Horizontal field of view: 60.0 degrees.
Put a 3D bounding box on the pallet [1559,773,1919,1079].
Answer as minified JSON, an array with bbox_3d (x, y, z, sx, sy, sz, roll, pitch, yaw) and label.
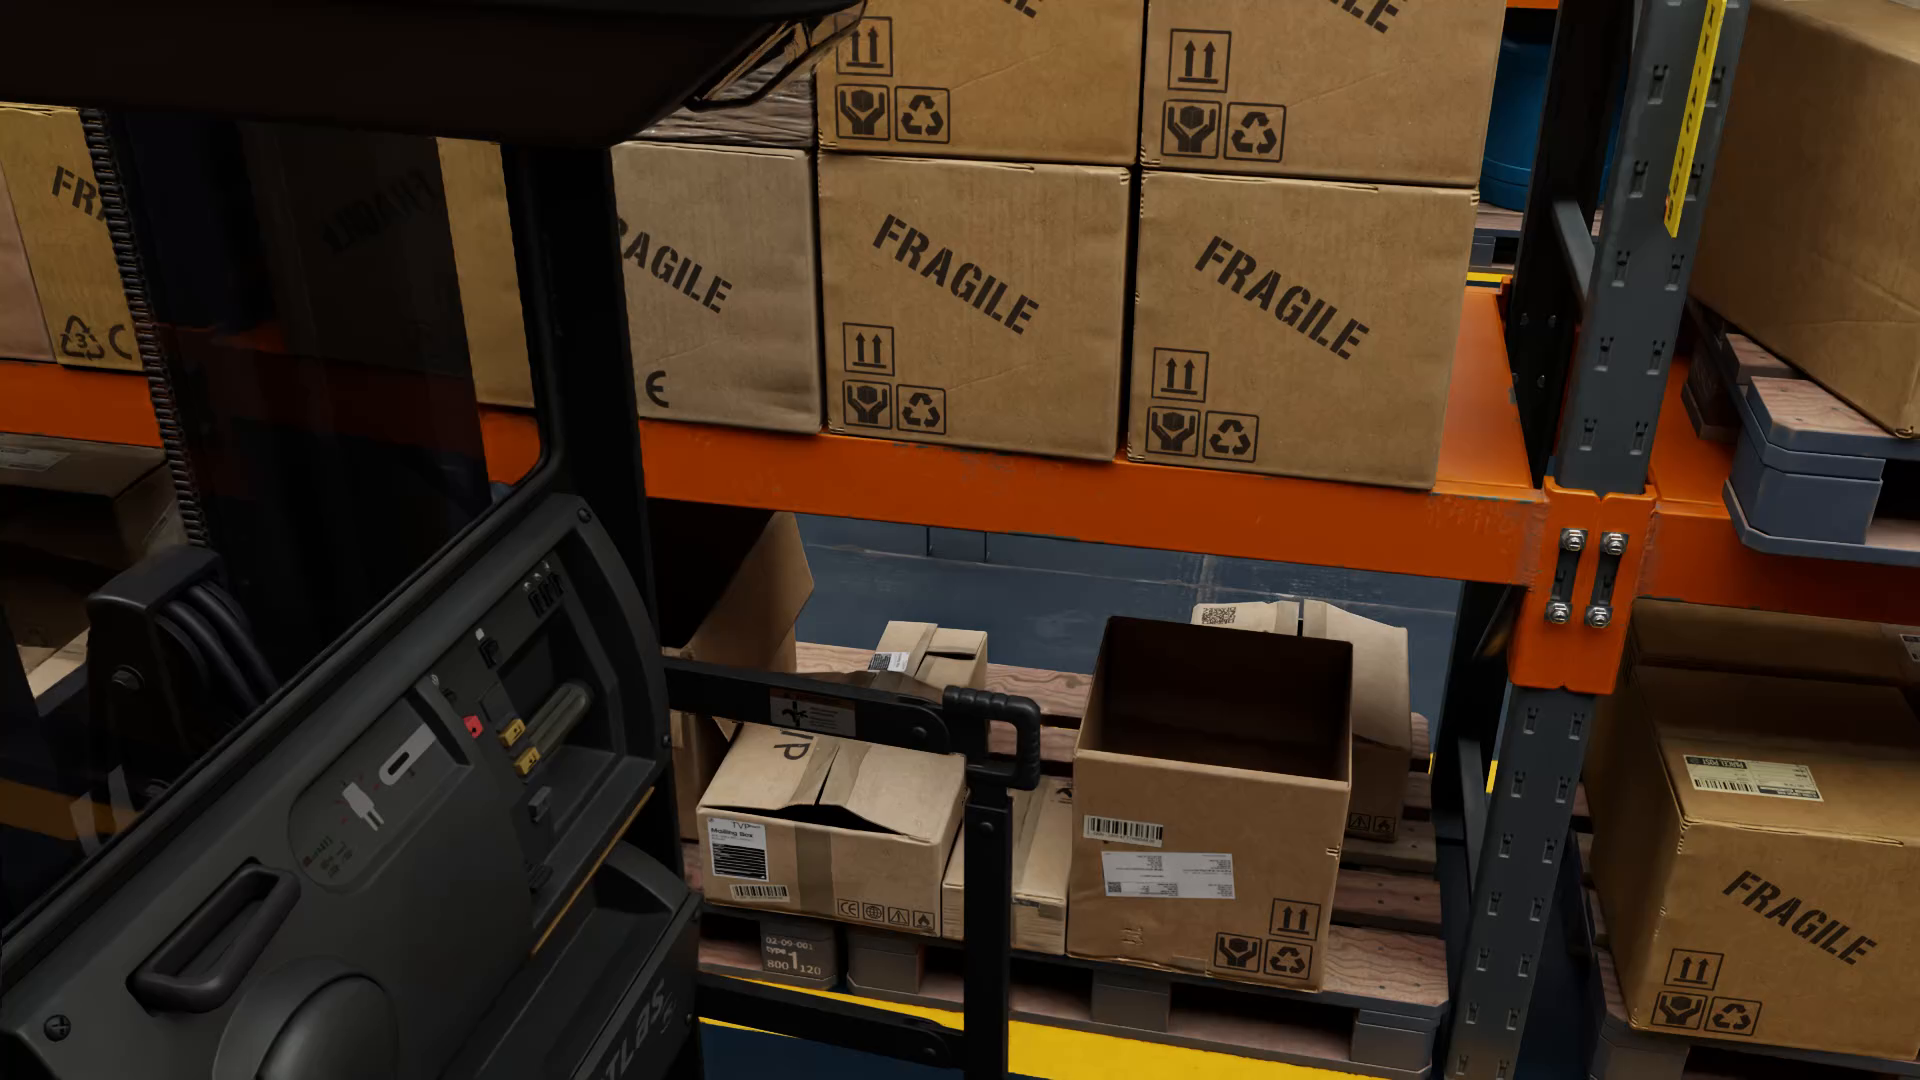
[{"bbox_3d":[1.923,0.822,3.528,1.213,0.211,1.003,6,29,11],"label":"pallet"}]

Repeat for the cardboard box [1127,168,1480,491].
[{"bbox_3d":[0.577,-0.438,2.823,0.500,0.500,0.500,6,29,11],"label":"cardboard box"}]

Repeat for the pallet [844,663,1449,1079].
[{"bbox_3d":[0.448,0.689,3.771,1.213,0.211,1.003,6,29,11],"label":"pallet"}]

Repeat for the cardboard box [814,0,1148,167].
[{"bbox_3d":[0.069,-0.926,2.673,0.500,0.500,0.500,5,29,10],"label":"cardboard box"}]

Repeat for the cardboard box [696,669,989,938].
[{"bbox_3d":[-0.231,0.523,3.514,0.500,0.311,0.500,6,29,11],"label":"cardboard box"}]

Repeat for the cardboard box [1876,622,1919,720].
[{"bbox_3d":[2.143,0.407,3.527,0.500,0.500,0.500,6,29,11],"label":"cardboard box"}]

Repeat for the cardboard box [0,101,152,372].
[{"bbox_3d":[-1.418,-0.640,3.192,0.500,0.500,0.500,6,29,10],"label":"cardboard box"}]

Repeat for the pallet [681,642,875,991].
[{"bbox_3d":[-0.749,0.568,3.993,1.213,0.211,1.003,6,29,11],"label":"pallet"}]

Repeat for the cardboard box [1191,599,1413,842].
[{"bbox_3d":[0.754,0.378,3.778,0.500,0.311,0.500,6,29,11],"label":"cardboard box"}]

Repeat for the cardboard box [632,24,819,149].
[{"bbox_3d":[-0.424,-0.977,2.765,0.500,0.500,0.500,6,29,11],"label":"cardboard box"}]

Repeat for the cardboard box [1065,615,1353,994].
[{"bbox_3d":[0.503,0.515,3.331,0.500,0.500,0.500,6,29,11],"label":"cardboard box"}]

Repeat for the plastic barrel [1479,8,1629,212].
[{"bbox_3d":[2.686,-1.992,7.512,0.708,0.901,0.600,6,29,11],"label":"plastic barrel"}]

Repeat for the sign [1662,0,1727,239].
[{"bbox_3d":[1.013,-0.589,2.300,0.005,0.325,0.100,6,29,11],"label":"sign"}]

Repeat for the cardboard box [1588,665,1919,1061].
[{"bbox_3d":[1.541,0.602,3.172,0.500,0.500,0.500,5,29,8],"label":"cardboard box"}]

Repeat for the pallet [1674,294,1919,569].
[{"bbox_3d":[1.878,-0.249,2.781,1.213,0.211,1.003,6,29,11],"label":"pallet"}]

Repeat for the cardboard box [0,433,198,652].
[{"bbox_3d":[-2.209,-0.023,4.314,0.500,0.500,0.500,6,29,11],"label":"cardboard box"}]

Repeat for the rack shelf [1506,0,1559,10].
[{"bbox_3d":[4.113,-2.274,7.030,4.000,0.370,1.077,6,29,11],"label":"rack shelf"}]

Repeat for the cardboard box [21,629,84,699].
[{"bbox_3d":[-1.831,0.385,3.828,0.500,0.250,0.500,6,29,11],"label":"cardboard box"}]

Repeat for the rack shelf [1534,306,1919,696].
[{"bbox_3d":[3.075,0.051,2.781,4.000,0.370,1.077,6,29,11],"label":"rack shelf"}]

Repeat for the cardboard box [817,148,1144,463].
[{"bbox_3d":[0.072,-0.489,2.916,0.500,0.500,0.500,7,29,12],"label":"cardboard box"}]

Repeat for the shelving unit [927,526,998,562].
[{"bbox_3d":[0.014,-0.525,4.959,0.189,1.200,0.258,6,29,11],"label":"shelving unit"}]

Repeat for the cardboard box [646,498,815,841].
[{"bbox_3d":[-0.719,0.251,3.809,0.637,0.503,0.797,6,29,11],"label":"cardboard box"}]

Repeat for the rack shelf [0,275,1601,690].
[{"bbox_3d":[-0.837,-0.350,3.514,4.000,0.370,1.077,6,29,11],"label":"rack shelf"}]

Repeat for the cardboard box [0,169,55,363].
[{"bbox_3d":[-1.908,-0.692,3.286,0.500,0.500,0.500,6,29,10],"label":"cardboard box"}]

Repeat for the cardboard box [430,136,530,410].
[{"bbox_3d":[-0.929,-0.589,3.099,0.500,0.500,0.500,6,29,11],"label":"cardboard box"}]

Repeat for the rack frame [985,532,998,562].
[{"bbox_3d":[0.104,-0.516,4.942,0.006,1.200,0.240,6,29,11],"label":"rack frame"}]

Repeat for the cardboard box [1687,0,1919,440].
[{"bbox_3d":[1.536,-0.540,2.572,0.500,0.500,0.700,-4,29,-7],"label":"cardboard box"}]

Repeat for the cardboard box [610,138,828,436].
[{"bbox_3d":[-0.430,-0.540,3.008,0.500,0.500,0.500,7,29,12],"label":"cardboard box"}]

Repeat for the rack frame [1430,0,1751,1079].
[{"bbox_3d":[1.119,-0.465,2.975,0.127,3.000,1.000,6,29,11],"label":"rack frame"}]

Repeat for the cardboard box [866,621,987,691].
[{"bbox_3d":[-0.094,0.359,3.962,0.250,0.166,0.380,6,29,11],"label":"cardboard box"}]

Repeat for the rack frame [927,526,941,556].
[{"bbox_3d":[-0.075,-0.534,4.976,0.006,1.200,0.240,6,29,11],"label":"rack frame"}]

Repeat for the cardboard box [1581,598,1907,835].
[{"bbox_3d":[1.662,0.354,3.625,0.500,0.500,0.500,6,29,10],"label":"cardboard box"}]

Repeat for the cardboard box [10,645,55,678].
[{"bbox_3d":[-2.210,0.413,3.865,0.250,0.166,0.380,6,29,11],"label":"cardboard box"}]

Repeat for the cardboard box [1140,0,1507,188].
[{"bbox_3d":[0.571,-0.876,2.582,0.500,0.500,0.500,6,29,11],"label":"cardboard box"}]

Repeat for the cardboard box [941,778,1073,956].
[{"bbox_3d":[0.124,0.660,3.432,0.250,0.149,0.380,6,29,11],"label":"cardboard box"}]

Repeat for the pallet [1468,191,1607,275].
[{"bbox_3d":[2.903,-1.470,7.716,1.213,0.211,1.003,6,29,11],"label":"pallet"}]
